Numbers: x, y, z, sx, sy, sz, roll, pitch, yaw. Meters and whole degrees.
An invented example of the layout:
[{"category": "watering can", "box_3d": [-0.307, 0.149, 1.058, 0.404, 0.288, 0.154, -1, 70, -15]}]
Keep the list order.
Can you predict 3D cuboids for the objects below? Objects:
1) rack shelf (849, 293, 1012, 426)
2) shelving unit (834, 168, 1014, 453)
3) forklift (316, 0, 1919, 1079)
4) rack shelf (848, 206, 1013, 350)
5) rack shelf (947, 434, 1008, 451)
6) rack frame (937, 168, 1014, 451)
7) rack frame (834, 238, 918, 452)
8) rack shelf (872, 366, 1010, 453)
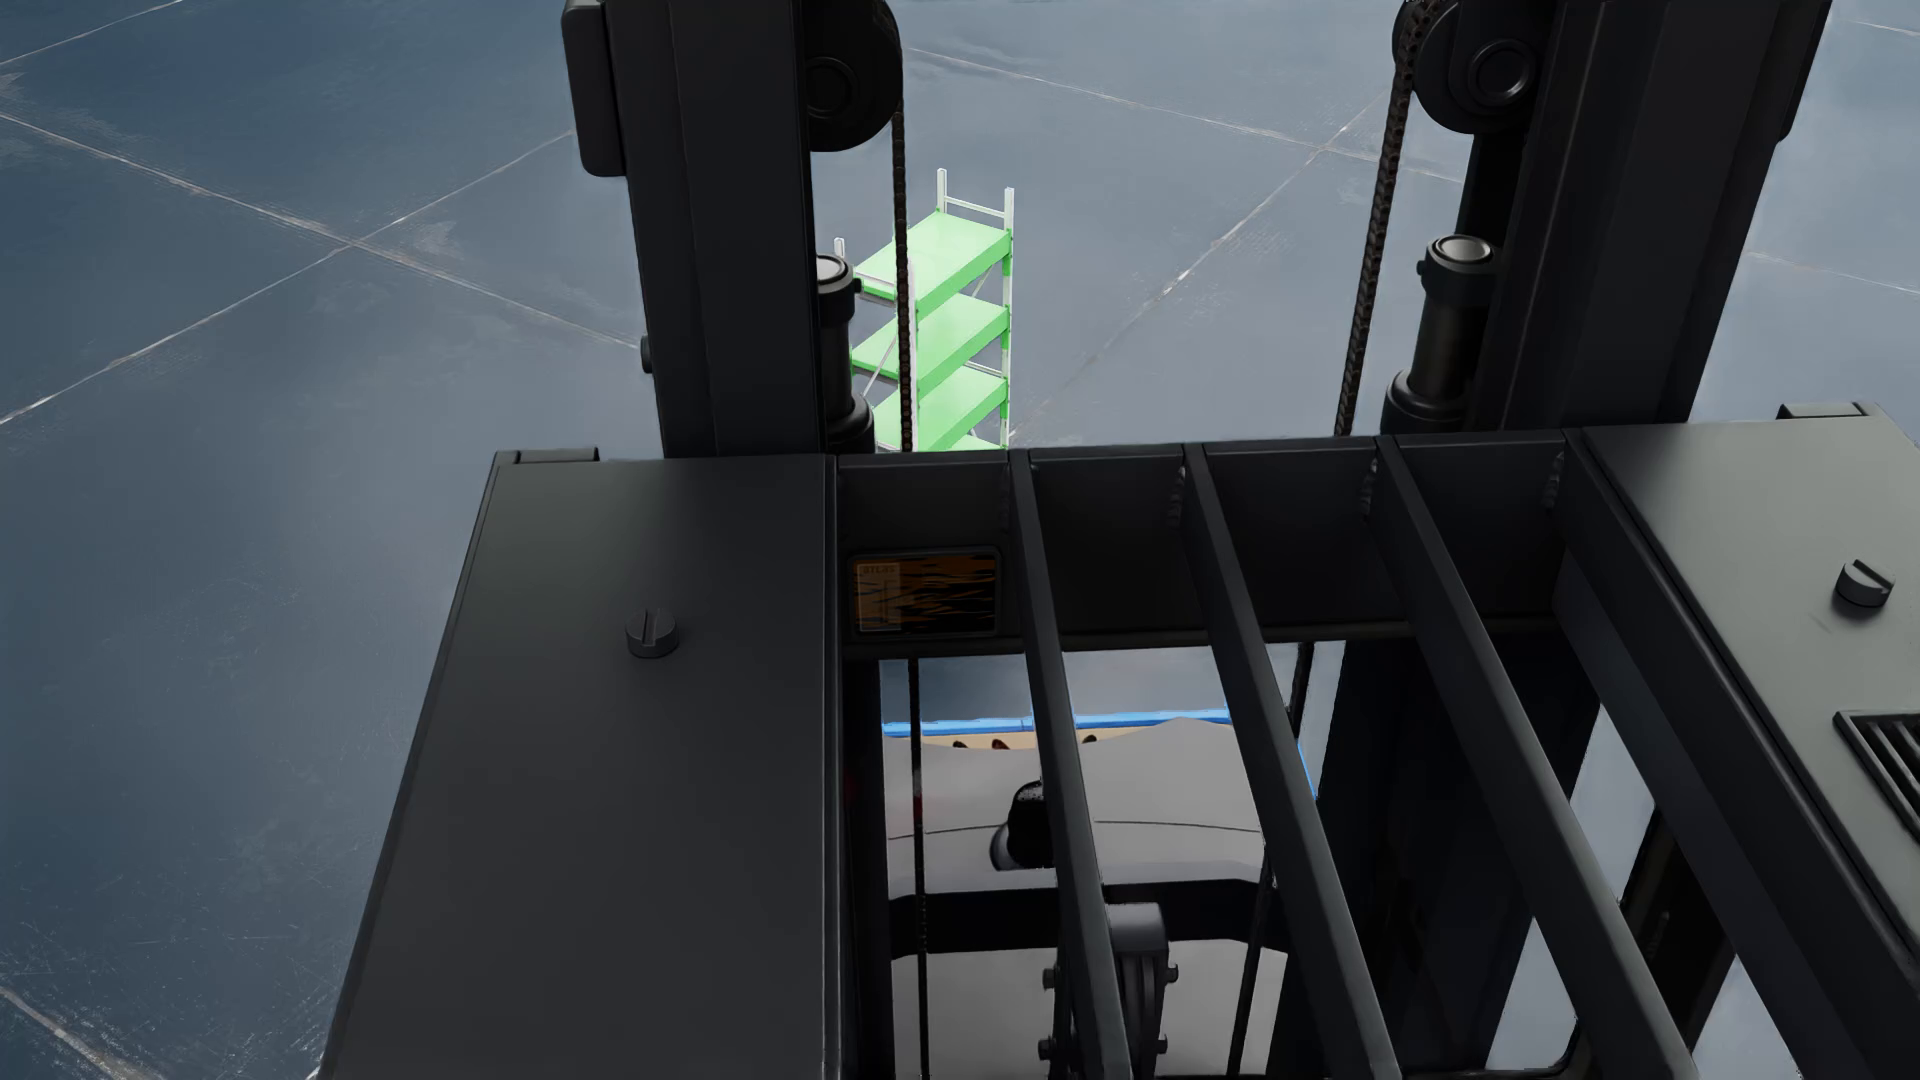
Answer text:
[{"category": "rack shelf", "box_3d": [-0.089, -0.529, 4.665, 0.258, 0.148, 0.480, 21, 42, 25]}, {"category": "shelving unit", "box_3d": [-0.089, -0.390, 4.773, 0.258, 1.200, 0.503, 21, 42, 25]}, {"category": "forklift", "box_3d": [0.206, 0.909, 1.670, 1.130, 2.935, 3.031, -2, 38, -3]}, {"category": "rack shelf", "box_3d": [-0.089, -0.719, 4.519, 0.258, 0.148, 0.480, 21, 42, 25]}, {"category": "rack shelf", "box_3d": [-0.089, -0.149, 4.959, 0.258, 0.148, 0.480, 21, 42, 25]}, {"category": "rack frame", "box_3d": [0.042, -0.516, 4.936, 0.240, 1.200, 0.015, 21, 42, 25]}, {"category": "rack frame", "box_3d": [-0.219, -0.264, 4.610, 0.240, 1.200, 0.015, 21, 42, 25]}, {"category": "rack shelf", "box_3d": [-0.089, -0.339, 4.812, 0.258, 0.148, 0.480, 21, 42, 25]}]
